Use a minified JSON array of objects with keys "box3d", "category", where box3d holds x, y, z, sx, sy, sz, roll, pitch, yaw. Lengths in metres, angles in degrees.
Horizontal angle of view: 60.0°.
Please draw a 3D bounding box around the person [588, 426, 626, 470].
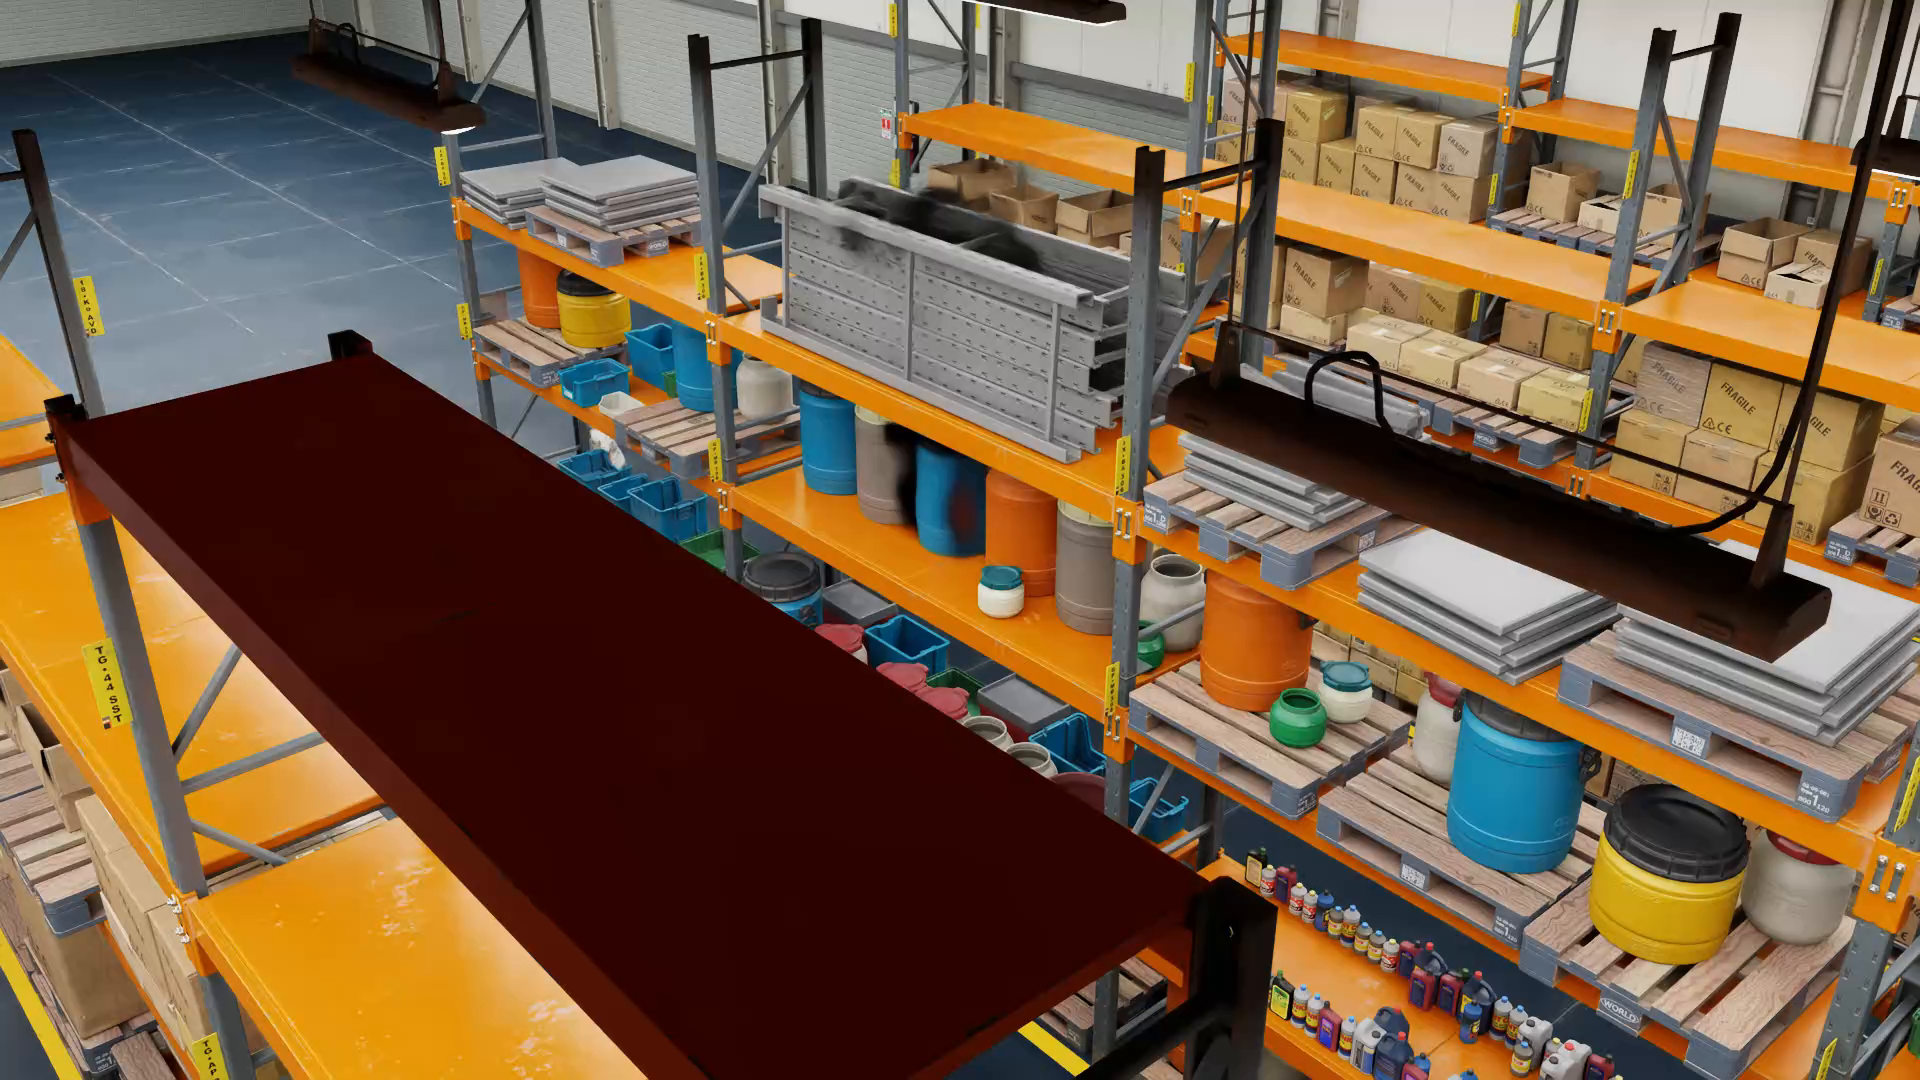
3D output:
[{"box3d":[-3.627,-0.705,17.096,0.852,1.684,0.658,6,28,12],"category":"person"}]
